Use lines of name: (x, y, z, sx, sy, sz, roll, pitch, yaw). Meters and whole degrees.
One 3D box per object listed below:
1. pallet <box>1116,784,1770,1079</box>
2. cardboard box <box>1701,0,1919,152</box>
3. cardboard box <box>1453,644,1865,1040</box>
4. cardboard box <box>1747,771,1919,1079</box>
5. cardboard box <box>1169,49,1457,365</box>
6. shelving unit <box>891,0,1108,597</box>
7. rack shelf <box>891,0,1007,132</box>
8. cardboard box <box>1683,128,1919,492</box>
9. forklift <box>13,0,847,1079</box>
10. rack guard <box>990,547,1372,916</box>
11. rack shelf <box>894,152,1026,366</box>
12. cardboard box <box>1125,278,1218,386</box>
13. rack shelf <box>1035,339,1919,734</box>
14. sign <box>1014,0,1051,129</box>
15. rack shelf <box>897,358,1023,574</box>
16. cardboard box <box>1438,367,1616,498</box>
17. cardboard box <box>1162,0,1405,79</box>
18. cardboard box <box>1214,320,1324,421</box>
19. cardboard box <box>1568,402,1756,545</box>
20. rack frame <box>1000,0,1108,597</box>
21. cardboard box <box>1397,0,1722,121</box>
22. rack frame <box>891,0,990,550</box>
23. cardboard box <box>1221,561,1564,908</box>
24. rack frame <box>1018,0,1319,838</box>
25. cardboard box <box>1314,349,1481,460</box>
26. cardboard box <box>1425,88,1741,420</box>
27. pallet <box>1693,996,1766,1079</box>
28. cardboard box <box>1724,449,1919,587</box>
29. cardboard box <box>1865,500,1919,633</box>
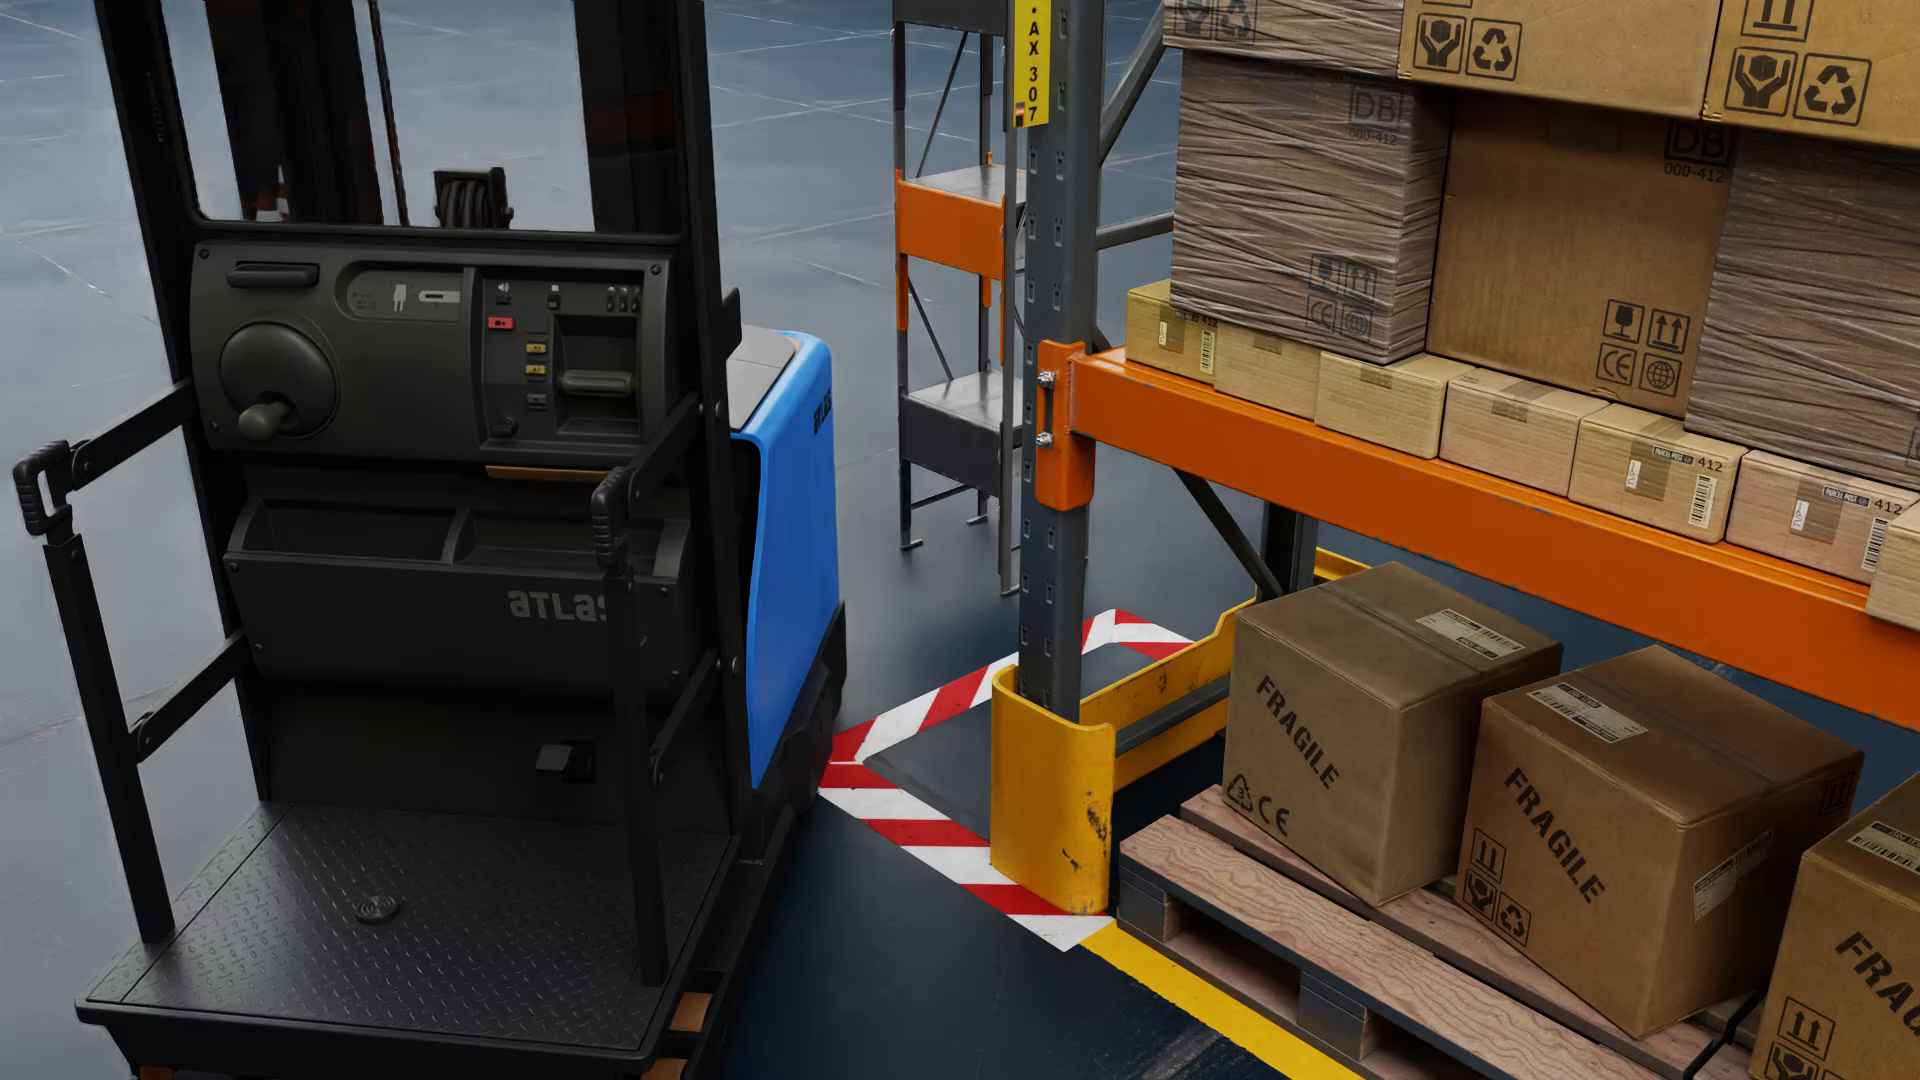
pallet: (1.120, 0.823, 3.691, 1.003, 0.211, 1.213, -21, 32, -38)
cardboard box: (1.395, -0.812, 2.232, 0.500, 0.500, 0.500, -21, 32, -38)
cardboard box: (1.387, 0.587, 3.355, 0.500, 0.500, 0.500, -12, 27, -25)
cardboard box: (1.801, 0.782, 2.928, 0.500, 0.500, 0.500, -18, 30, -34)
cardboard box: (0.894, -0.731, 3.260, 0.875, 0.500, 0.500, -21, 32, -38)
shelving unit: (0.113, -0.905, 5.204, 0.431, 2.100, 0.503, -21, 32, -38)
rack shelf: (0.113, -1.530, 4.919, 0.431, 0.518, 0.480, -21, 32, -38)
cardboard box: (1.634, -0.450, 2.643, 0.875, 0.500, 0.500, -21, 32, -38)
forklift: (-1.023, -0.326, 2.933, 1.130, 2.935, 3.031, 3, 25, 7)
rack guard: (0.590, 0.436, 4.193, 1.175, 0.500, 0.348, -21, 32, -38)
rack shelf: (0.113, -0.893, 5.210, 0.431, 0.518, 0.480, -21, 32, -38)
cardboard box: (0.559, -0.456, 3.439, 0.380, 0.149, 0.250, -21, 32, -38)
rack shelf: (1.905, 0.208, 2.546, 1.077, 0.370, 4.000, -21, 32, -38)
sign: (0.143, -0.965, 3.207, 0.100, 0.325, 0.005, -21, 32, -38)
rack shelf: (0.113, -0.256, 5.500, 0.431, 0.518, 0.480, -21, 32, -38)
cardboard box: (1.062, -0.225, 2.933, 0.380, 0.149, 0.250, -21, 32, -38)
cardboard box: (0.715, -1.117, 2.900, 0.500, 0.500, 0.500, -21, 32, -38)
cardboard box: (0.716, -0.375, 3.261, 0.380, 0.149, 0.250, -21, 32, -38)
cardboard box: (1.228, -0.148, 2.762, 0.380, 0.149, 0.250, -21, 32, -38)
rack frame: (0.280, -0.831, 5.042, 0.400, 2.100, 0.015, -21, 32, -38)
cardboard box: (1.052, -0.963, 2.563, 0.500, 0.500, 0.500, -21, 32, -38)
rack frame: (-0.054, -0.979, 5.366, 0.400, 2.100, 0.015, -21, 32, -38)
cardboard box: (0.953, 0.415, 3.731, 0.500, 0.500, 0.500, -15, 28, -29)
rack frame: (0.538, -0.725, 3.725, 1.000, 3.000, 0.127, -21, 32, -38)
cardboard box: (0.876, -0.295, 3.086, 0.380, 0.149, 0.250, -21, 32, -38)
cardboard box: (1.324, -0.614, 3.002, 0.875, 0.500, 0.500, -21, 32, -38)
pallet: (1.950, 1.193, 2.881, 1.003, 0.211, 1.213, -21, 32, -38)
cardboard box: (1.418, -0.080, 2.613, 0.380, 0.149, 0.250, -21, 32, -38)
cardboard box: (1.514, 0.026, 2.383, 0.380, 0.149, 0.250, -21, 32, -38)
